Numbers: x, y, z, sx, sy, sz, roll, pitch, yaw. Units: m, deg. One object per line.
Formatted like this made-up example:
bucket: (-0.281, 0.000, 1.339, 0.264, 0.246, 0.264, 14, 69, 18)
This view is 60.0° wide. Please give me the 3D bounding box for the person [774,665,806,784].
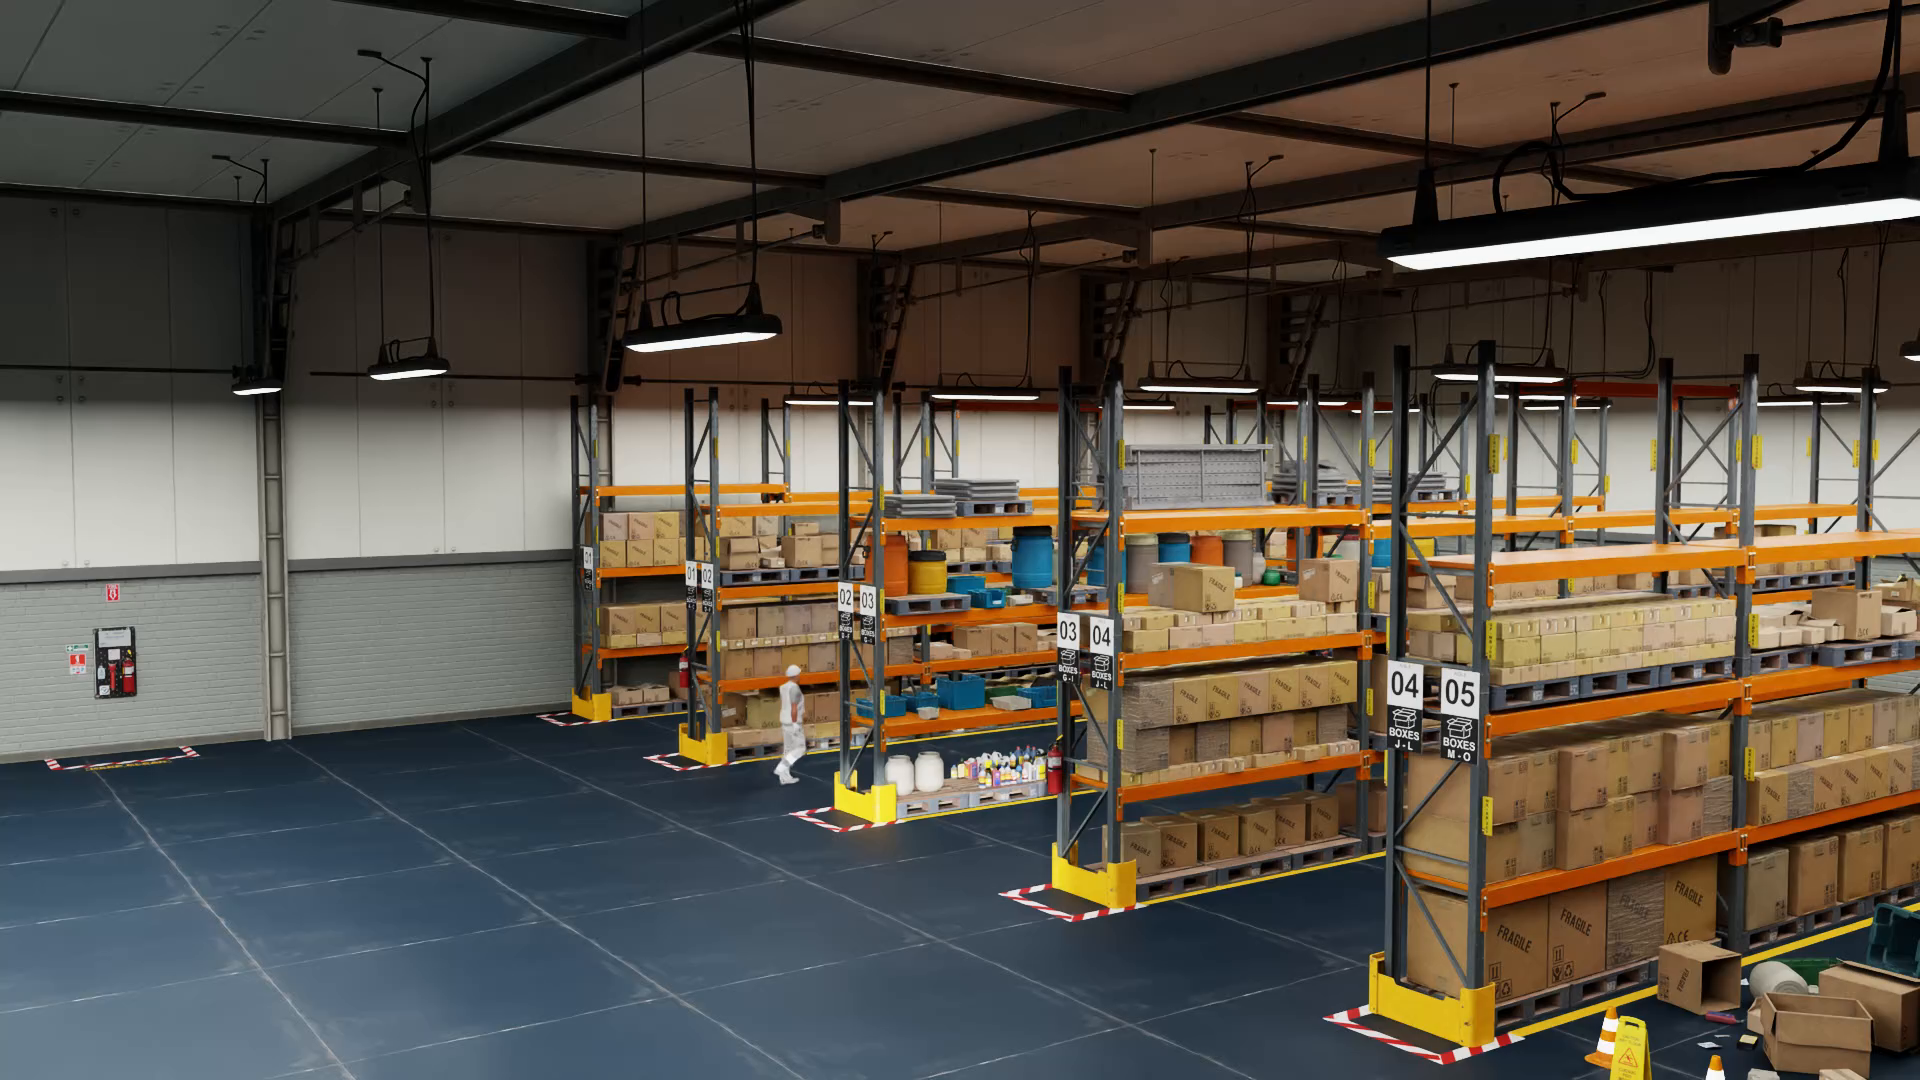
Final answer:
person: (-2.583, 2.768, 24.949, 0.496, 1.781, 0.585, -1, 4, -23)
